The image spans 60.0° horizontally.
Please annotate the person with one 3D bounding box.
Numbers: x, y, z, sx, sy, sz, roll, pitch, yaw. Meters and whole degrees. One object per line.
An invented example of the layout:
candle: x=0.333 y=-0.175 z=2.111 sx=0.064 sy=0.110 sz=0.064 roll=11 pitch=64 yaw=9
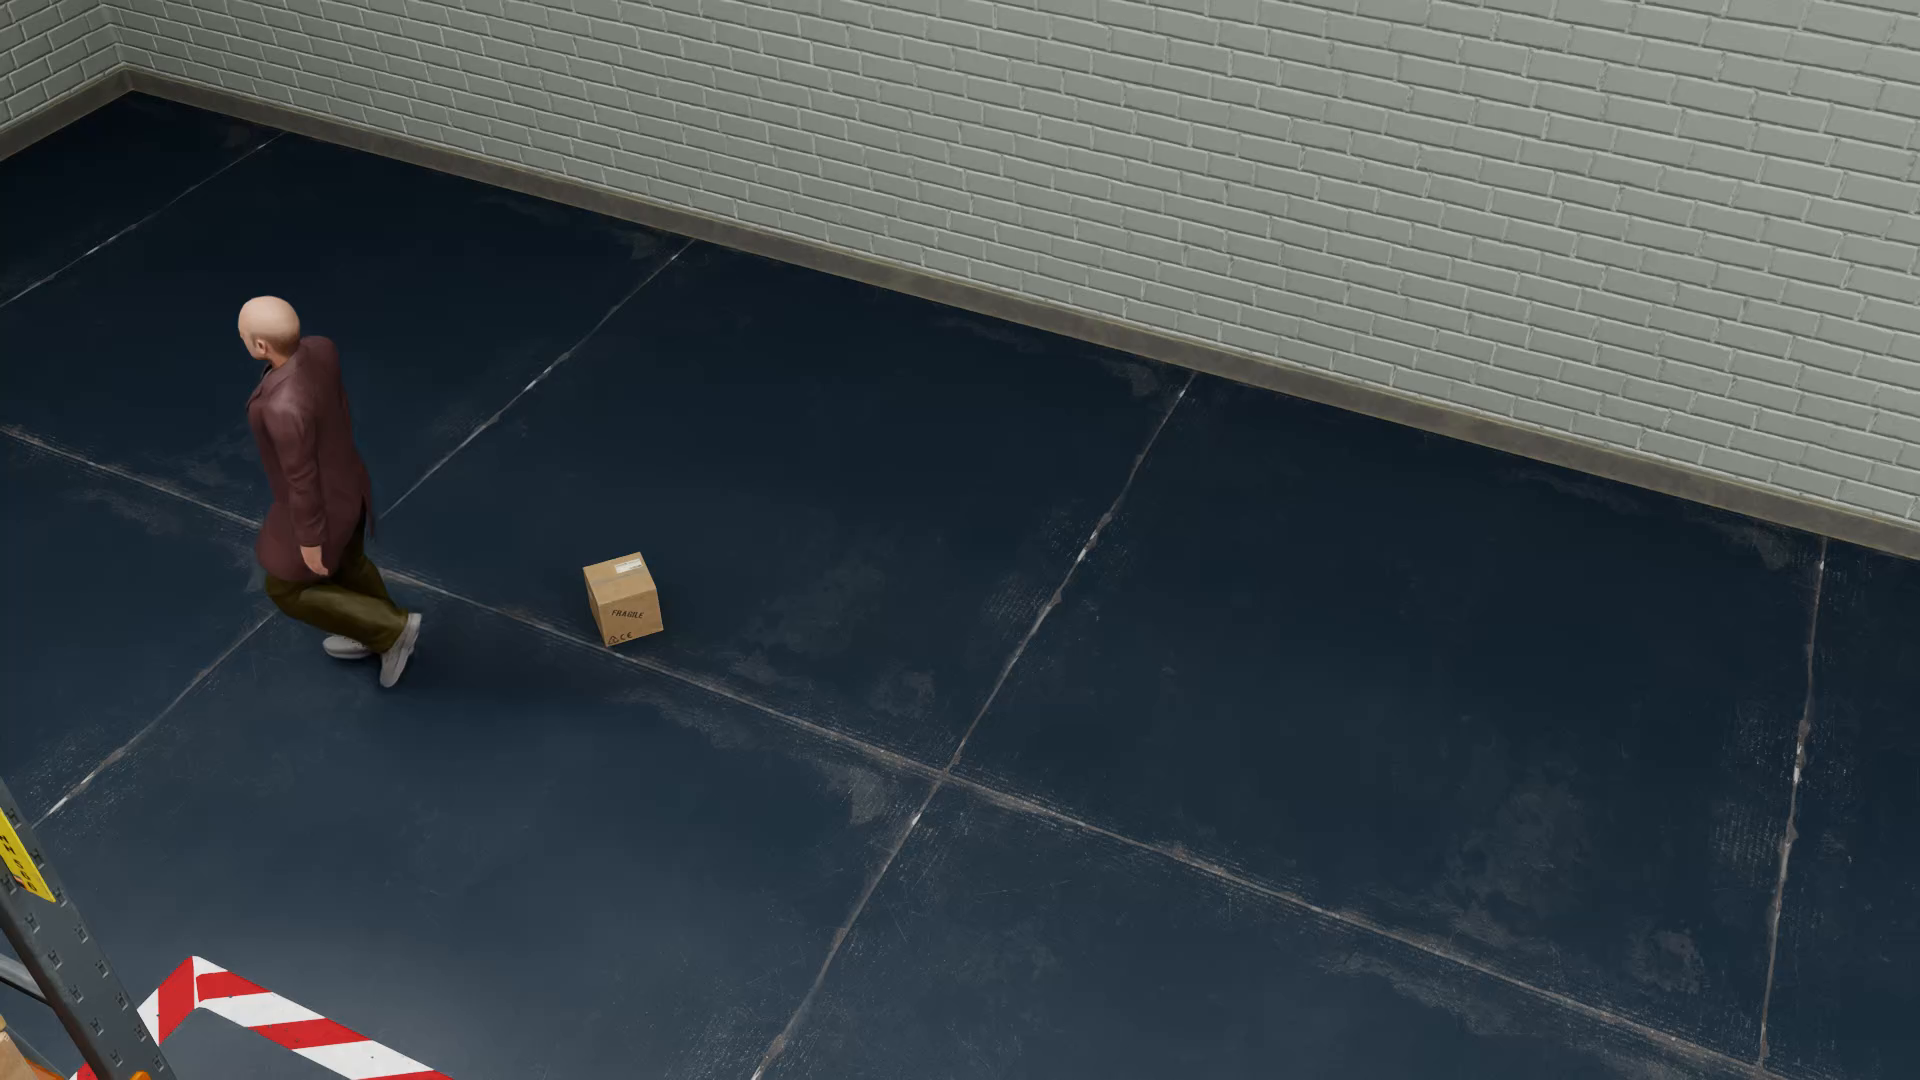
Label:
person: x=-2.417 y=-0.154 z=6.300 sx=0.525 sy=1.775 sz=0.607 roll=-1 pitch=41 yaw=-1
